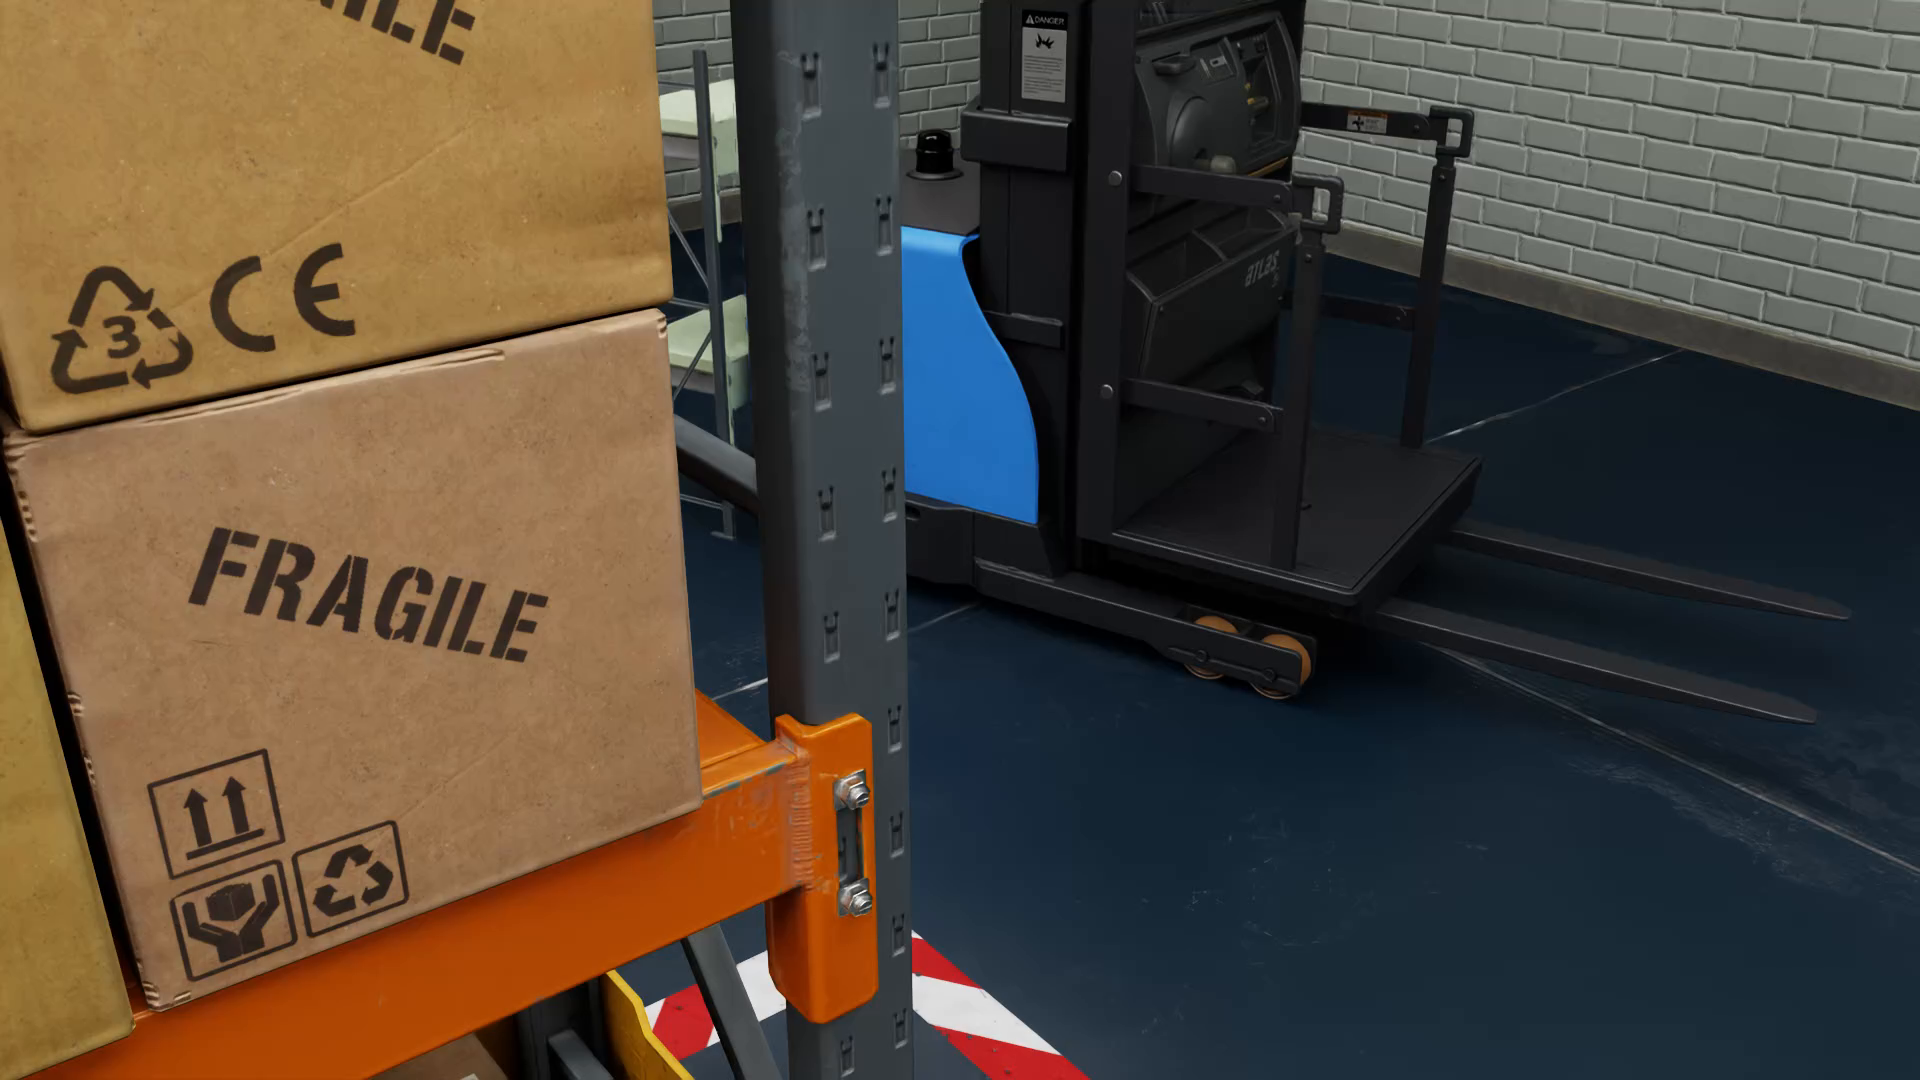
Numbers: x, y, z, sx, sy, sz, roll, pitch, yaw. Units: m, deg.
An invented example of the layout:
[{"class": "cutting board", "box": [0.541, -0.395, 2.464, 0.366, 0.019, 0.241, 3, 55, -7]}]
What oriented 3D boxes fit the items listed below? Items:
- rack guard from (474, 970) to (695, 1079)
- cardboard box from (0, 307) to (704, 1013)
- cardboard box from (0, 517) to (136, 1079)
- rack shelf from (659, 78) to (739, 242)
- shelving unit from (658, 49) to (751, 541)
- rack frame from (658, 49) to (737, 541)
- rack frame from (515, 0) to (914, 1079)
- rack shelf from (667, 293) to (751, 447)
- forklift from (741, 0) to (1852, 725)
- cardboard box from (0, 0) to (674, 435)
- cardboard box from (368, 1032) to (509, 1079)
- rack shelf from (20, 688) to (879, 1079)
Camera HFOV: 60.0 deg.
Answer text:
[{"class": "rack guard", "box": [-0.468, 1.004, 2.493, 0.348, 0.500, 1.175, -18, 31, -34]}, {"class": "cardboard box", "box": [-0.592, 0.012, 1.543, 0.500, 0.500, 0.500, -17, 30, -32]}, {"class": "cardboard box", "box": [-0.999, 0.148, 1.250, 0.500, 0.500, 0.500, -18, 30, -34]}, {"class": "rack shelf", "box": [-0.698, -1.210, 5.148, 0.431, 0.370, 0.720, 14, 28, 27]}, {"class": "shelving unit", "box": [-0.698, -0.856, 5.312, 0.431, 1.500, 0.755, 14, 28, 27]}, {"class": "rack frame", "box": [-0.882, -0.723, 5.025, 0.400, 1.500, 0.023, 14, 28, 27]}, {"class": "rack frame", "box": [-0.410, -0.151, 2.011, 0.053, 2.616, 0.949, -18, 31, -34]}, {"class": "rack shelf", "box": [-0.698, -0.560, 5.449, 0.431, 0.370, 0.720, 14, 28, 27]}, {"class": "forklift", "box": [0.865, -1.168, 4.285, 3.031, 2.935, 1.130, 15, 29, 29]}, {"class": "cardboard box", "box": [-0.588, -0.442, 1.332, 0.500, 0.500, 0.500, -19, 31, -34]}, {"class": "cardboard box", "box": [-0.684, 1.008, 1.962, 0.500, 0.500, 0.500, -18, 31, -34]}, {"class": "rack shelf", "box": [-1.982, 0.696, 1.041, 4.000, 0.370, 1.077, -18, 31, -34]}]
